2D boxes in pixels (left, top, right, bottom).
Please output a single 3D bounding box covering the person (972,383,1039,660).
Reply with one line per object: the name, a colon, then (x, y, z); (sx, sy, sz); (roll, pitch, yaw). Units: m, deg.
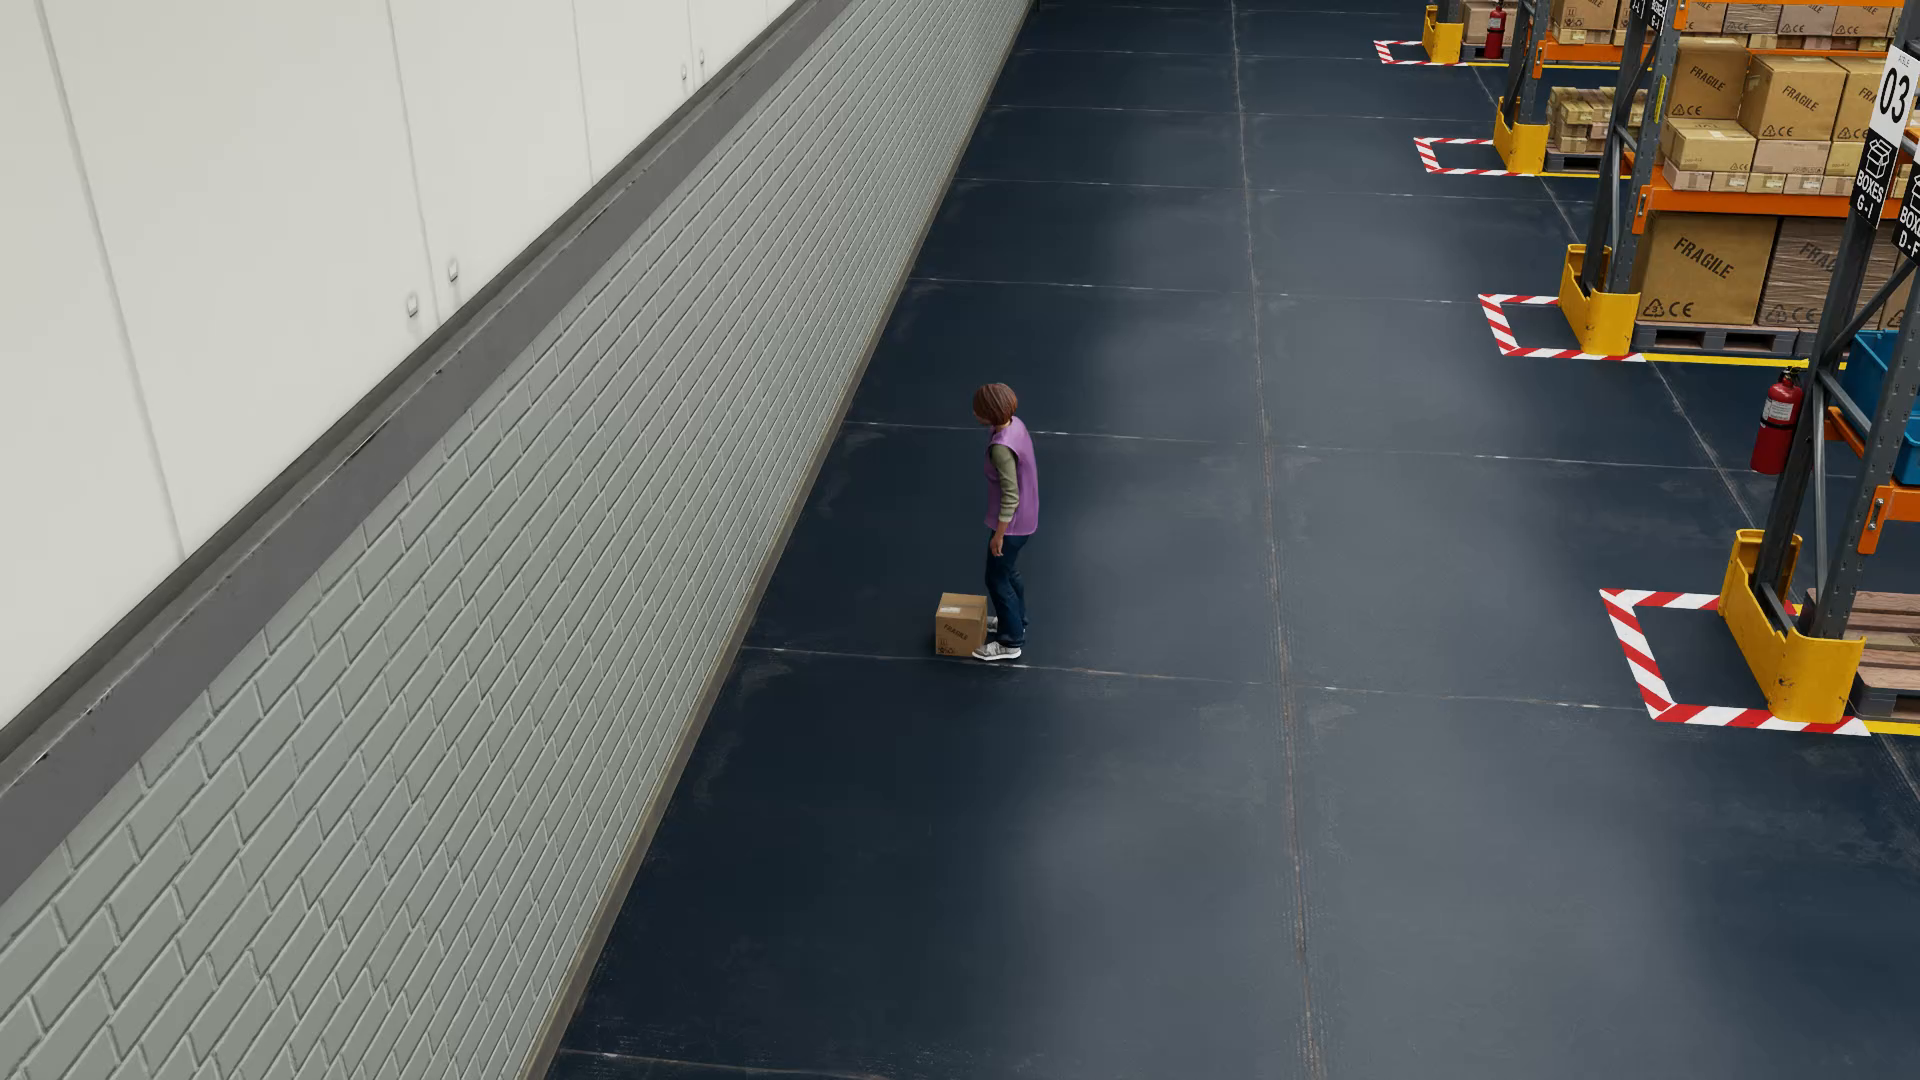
person: (0.242, -0.101, 8.820); (0.347, 1.592, 0.484); (3, 29, 6)
